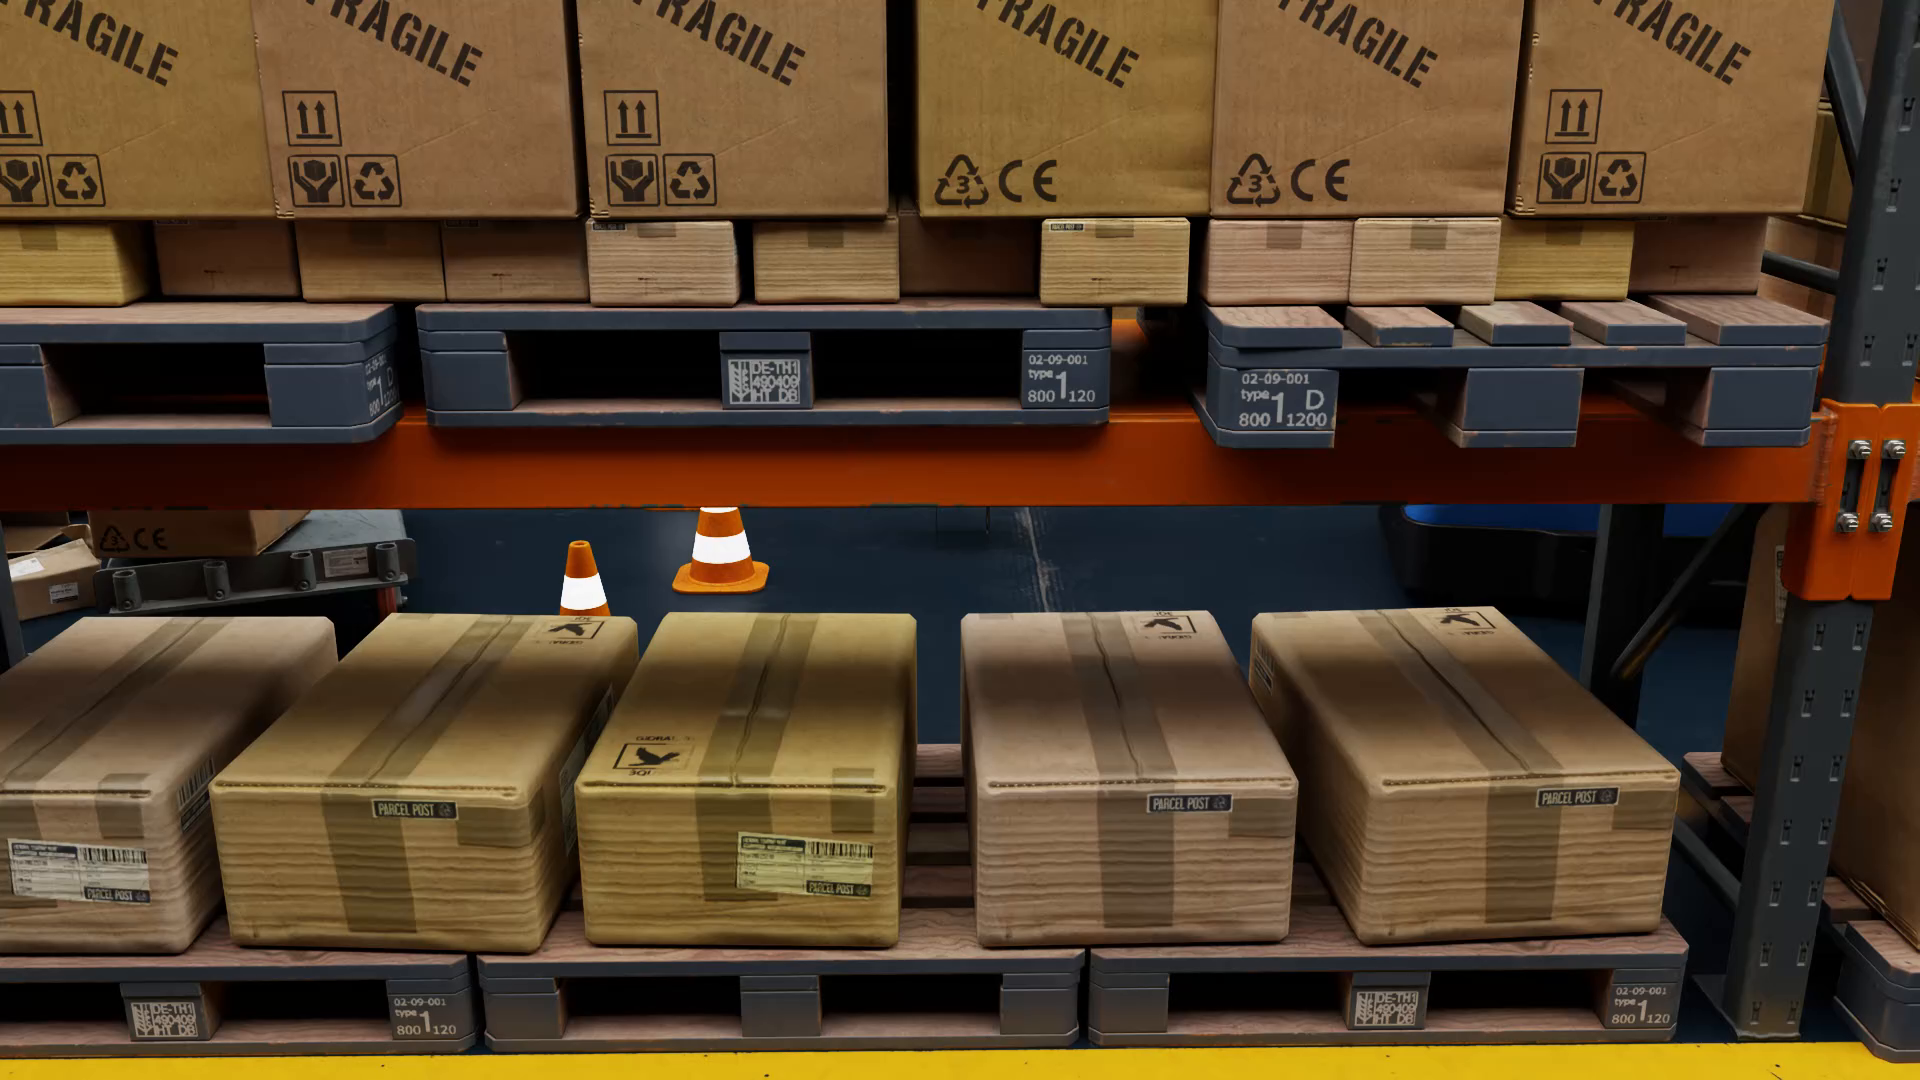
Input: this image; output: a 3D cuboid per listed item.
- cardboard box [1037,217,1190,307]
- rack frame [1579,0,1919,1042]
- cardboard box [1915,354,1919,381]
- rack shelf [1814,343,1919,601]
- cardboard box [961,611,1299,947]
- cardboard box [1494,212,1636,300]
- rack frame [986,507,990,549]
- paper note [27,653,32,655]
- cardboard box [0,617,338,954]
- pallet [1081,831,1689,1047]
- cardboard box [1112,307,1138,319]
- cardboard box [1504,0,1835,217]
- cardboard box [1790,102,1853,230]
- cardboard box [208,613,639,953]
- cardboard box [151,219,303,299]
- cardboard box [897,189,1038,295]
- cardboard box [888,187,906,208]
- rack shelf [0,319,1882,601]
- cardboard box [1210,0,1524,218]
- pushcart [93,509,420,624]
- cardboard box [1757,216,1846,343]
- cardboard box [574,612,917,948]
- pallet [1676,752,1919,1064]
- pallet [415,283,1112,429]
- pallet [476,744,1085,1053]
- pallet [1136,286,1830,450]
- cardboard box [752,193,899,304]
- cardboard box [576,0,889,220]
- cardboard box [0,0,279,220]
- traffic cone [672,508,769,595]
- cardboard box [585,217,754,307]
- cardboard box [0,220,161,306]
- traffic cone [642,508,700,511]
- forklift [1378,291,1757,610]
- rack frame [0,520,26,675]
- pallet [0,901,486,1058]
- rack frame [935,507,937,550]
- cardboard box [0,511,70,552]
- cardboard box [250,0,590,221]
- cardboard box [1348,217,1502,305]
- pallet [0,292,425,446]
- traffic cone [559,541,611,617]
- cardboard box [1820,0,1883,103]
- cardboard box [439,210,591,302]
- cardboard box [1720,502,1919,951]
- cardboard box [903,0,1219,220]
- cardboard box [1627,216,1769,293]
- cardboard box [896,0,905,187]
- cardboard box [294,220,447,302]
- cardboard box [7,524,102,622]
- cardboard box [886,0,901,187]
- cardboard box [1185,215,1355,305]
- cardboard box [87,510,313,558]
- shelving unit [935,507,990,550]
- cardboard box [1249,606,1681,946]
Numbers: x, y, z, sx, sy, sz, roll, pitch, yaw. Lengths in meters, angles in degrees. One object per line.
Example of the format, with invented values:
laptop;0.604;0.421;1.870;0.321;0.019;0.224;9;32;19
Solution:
cardboard box;0.264;-0.527;3.004;0.250;0.149;0.380;0;18;0
rack frame;1.633;-0.563;3.391;0.127;3.000;1.000;0;18;-1
cardboard box;2.127;-0.417;3.182;0.500;0.250;0.500;-1;18;-2
rack shelf;3.633;-0.230;3.531;4.000;0.370;1.077;0;18;-1
cardboard box;0.330;0.494;3.711;0.625;0.372;0.950;-1;18;-2
cardboard box;1.042;-0.546;3.064;0.250;0.149;0.380;0;18;0
rack frame;0.110;-0.429;6.412;0.006;0.900;0.240;0;18;-1
paper note;-2.923;0.352;5.401;0.142;0.019;0.148;0;18;-1
cardboard box;-1.842;0.504;3.679;0.625;0.372;0.950;0;18;0
pallet;0.852;0.768;3.807;1.213;0.211;1.003;0;18;-1
cardboard box;0.844;-1.227;8.459;0.750;0.750;1.050;-1;18;-2
cardboard box;1.183;-0.865;2.995;0.500;0.500;0.500;-1;18;-2
cardboard box;2.114;-0.809;3.587;0.500;0.250;0.500;0;18;-1
cardboard box;-1.123;0.500;3.693;0.625;0.372;0.950;1;18;3
cardboard box;-1.277;-0.553;3.086;0.250;0.149;0.380;1;18;3
cardboard box;0.011;-0.564;3.120;0.250;0.149;0.380;0;18;0
cardboard box;-0.049;-0.687;3.502;0.250;0.149;0.380;0;18;1
rack shelf;-0.366;-0.211;3.471;4.000;0.370;1.077;0;18;-1
cardboard box;0.666;-0.859;2.977;0.500;0.500;0.500;-1;18;-2
pushcart;-2.452;0.009;5.902;0.936;0.377;1.648;-7;19;-20
cardboard box;2.135;-0.573;3.669;0.500;0.250;0.500;-1;18;-3
cardboard box;-0.428;0.496;3.705;0.625;0.372;0.950;0;18;1
pallet;2.423;0.784;3.758;1.213;0.211;1.003;0;18;-1
pallet;-0.345;-0.449;3.352;1.213;0.211;1.003;0;18;-1
pallet;-0.365;0.773;3.792;1.213;0.211;1.003;0;18;-1
pallet;0.922;-0.436;3.309;1.003;0.211;1.213;0;18;-1
cardboard box;-0.239;-0.538;3.038;0.250;0.149;0.380;-1;18;-3
cardboard box;-0.384;-0.854;2.961;0.500;0.500;0.500;-1;18;-3
cardboard box;-1.392;-0.850;2.949;0.500;0.500;0.500;0;18;-1
traffic cone;-0.874;-0.076;6.027;0.334;0.463;0.336;0;18;-1
cardboard box;-0.505;-0.528;3.006;0.250;0.149;0.380;0;18;1
cardboard box;-1.559;-0.529;3.008;0.250;0.149;0.380;0;18;0
traffic cone;-1.181;-0.392;7.013;0.334;0.463;0.336;0;18;-1
forklift;3.105;-1.238;5.609;3.031;2.935;1.130;3;18;9
rack frame;-2.366;-0.544;3.331;0.127;3.000;1.000;0;18;-1
pallet;-1.588;0.780;3.770;1.213;0.211;1.003;0;18;-1
rack frame;-0.094;-0.428;6.409;0.006;0.900;0.240;0;18;-1
cardboard box;-3.715;-0.189;6.091;0.503;0.637;0.797;0;18;-1
cardboard box;-0.898;-0.848;2.943;0.500;0.500;0.500;0;18;-1
cardboard box;0.791;-0.531;3.017;0.250;0.149;0.380;0;18;-1
pallet;-1.600;-0.411;3.234;1.213;0.211;1.003;0;18;-1
traffic cone;-1.148;0.231;5.070;0.334;0.463;0.336;0;18;-1
cardboard box;2.146;-1.169;3.480;0.500;0.500;0.500;-1;18;-2
cardboard box;-0.772;-0.542;3.051;0.250;0.149;0.380;0;18;0
cardboard box;2.325;0.271;3.583;0.875;0.875;0.875;0;18;-1
cardboard box;0.162;-0.856;2.968;0.500;0.500;0.500;-1;18;-5
cardboard box;1.309;-0.570;3.137;0.250;0.149;0.380;0;18;1
cardboard box;0.128;-1.011;3.451;0.500;0.500;0.500;0;18;0
cardboard box;-1.019;-0.542;3.050;0.250;0.149;0.380;0;18;0
cardboard box;-3.215;0.107;5.780;0.396;0.266;0.258;-15;23;-39
cardboard box;-0.372;-1.011;3.451;0.500;0.500;0.500;-1;18;-3
cardboard box;0.539;-0.533;3.021;0.250;0.149;0.380;-1;18;-3
cardboard box;-2.424;-0.257;5.292;0.500;0.500;0.500;0;18;-1
shelving unit;0.008;-0.429;6.410;0.210;0.900;0.258;0;18;-1
cardboard box;1.068;0.488;3.730;0.625;0.372;0.950;-1;18;-5
